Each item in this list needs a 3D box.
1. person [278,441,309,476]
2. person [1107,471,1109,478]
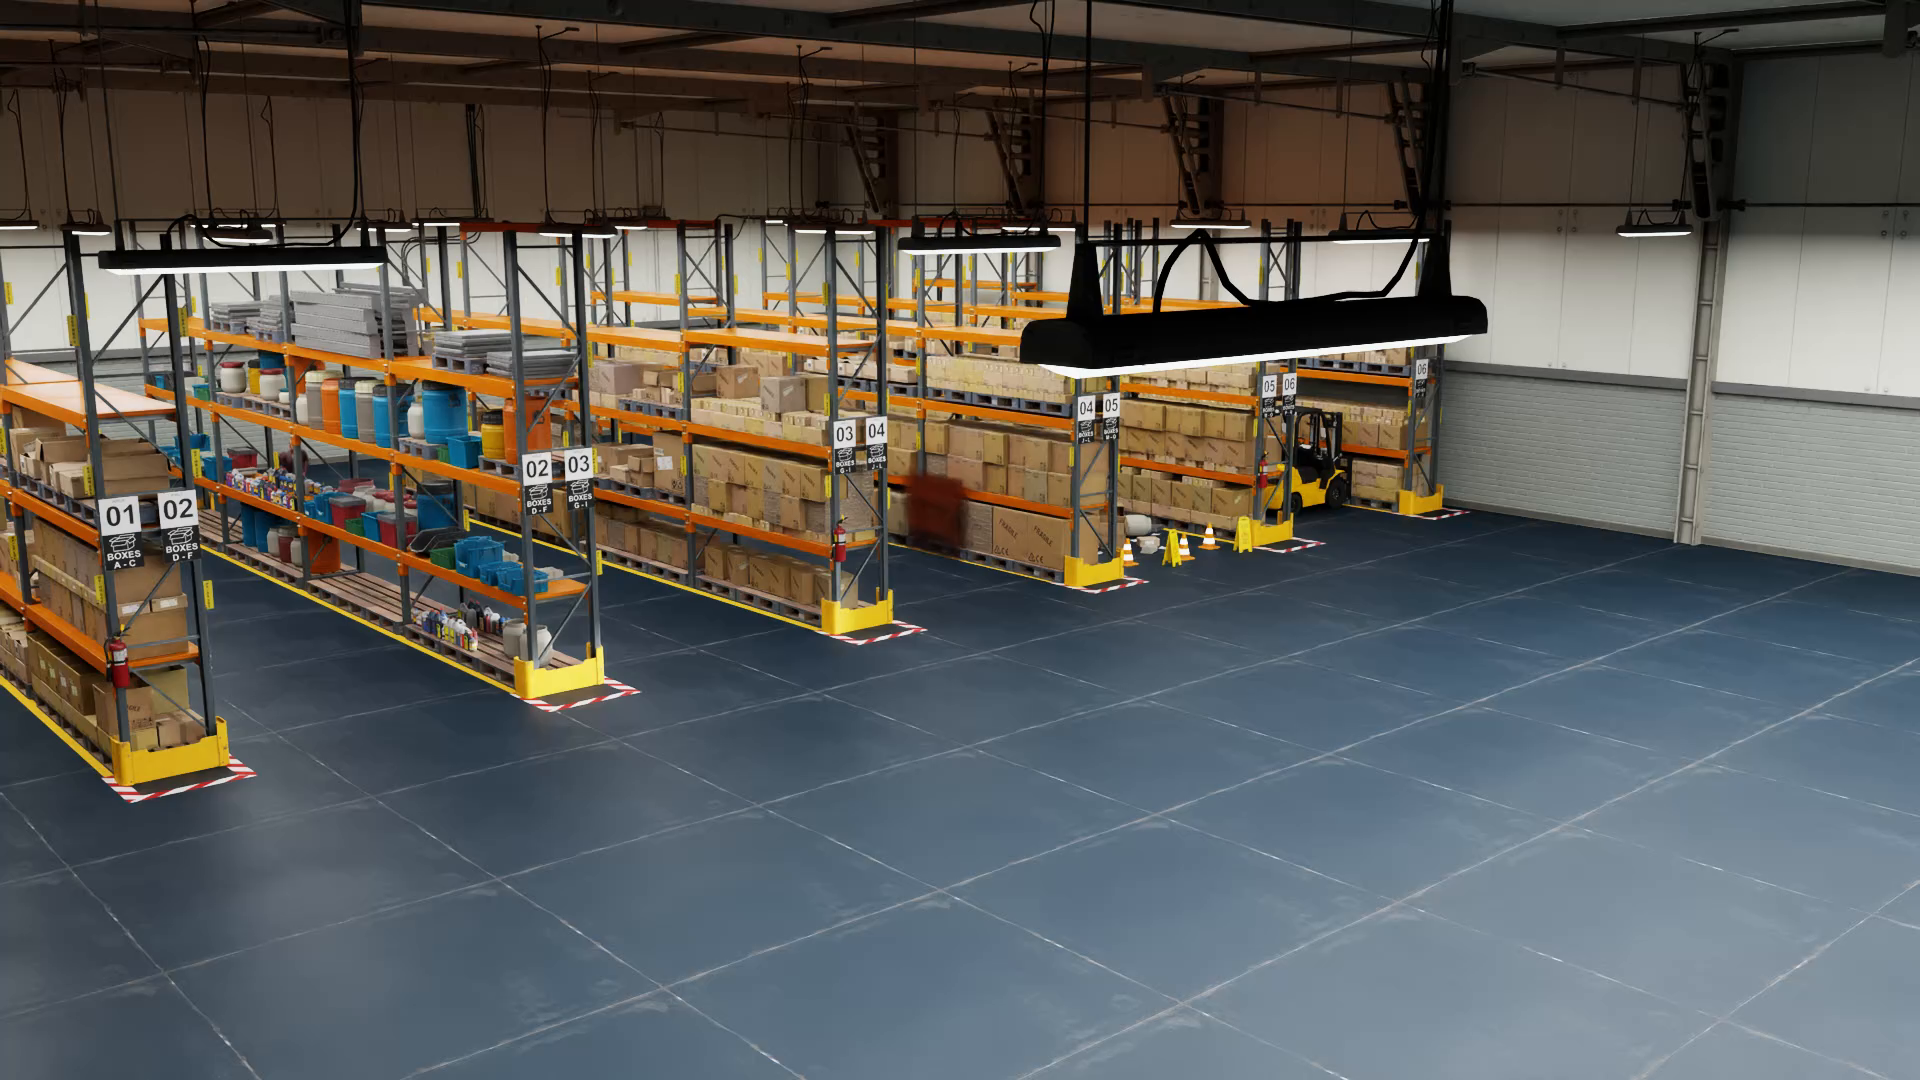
[{"bbox_3d":[-13.541,-1.224,33.736,0.710,1.677,0.677,-7,14,-32],"label":"person"},{"bbox_3d":[3.402,-2.282,38.902,0.404,1.767,0.576,3,12,16],"label":"person"}]
